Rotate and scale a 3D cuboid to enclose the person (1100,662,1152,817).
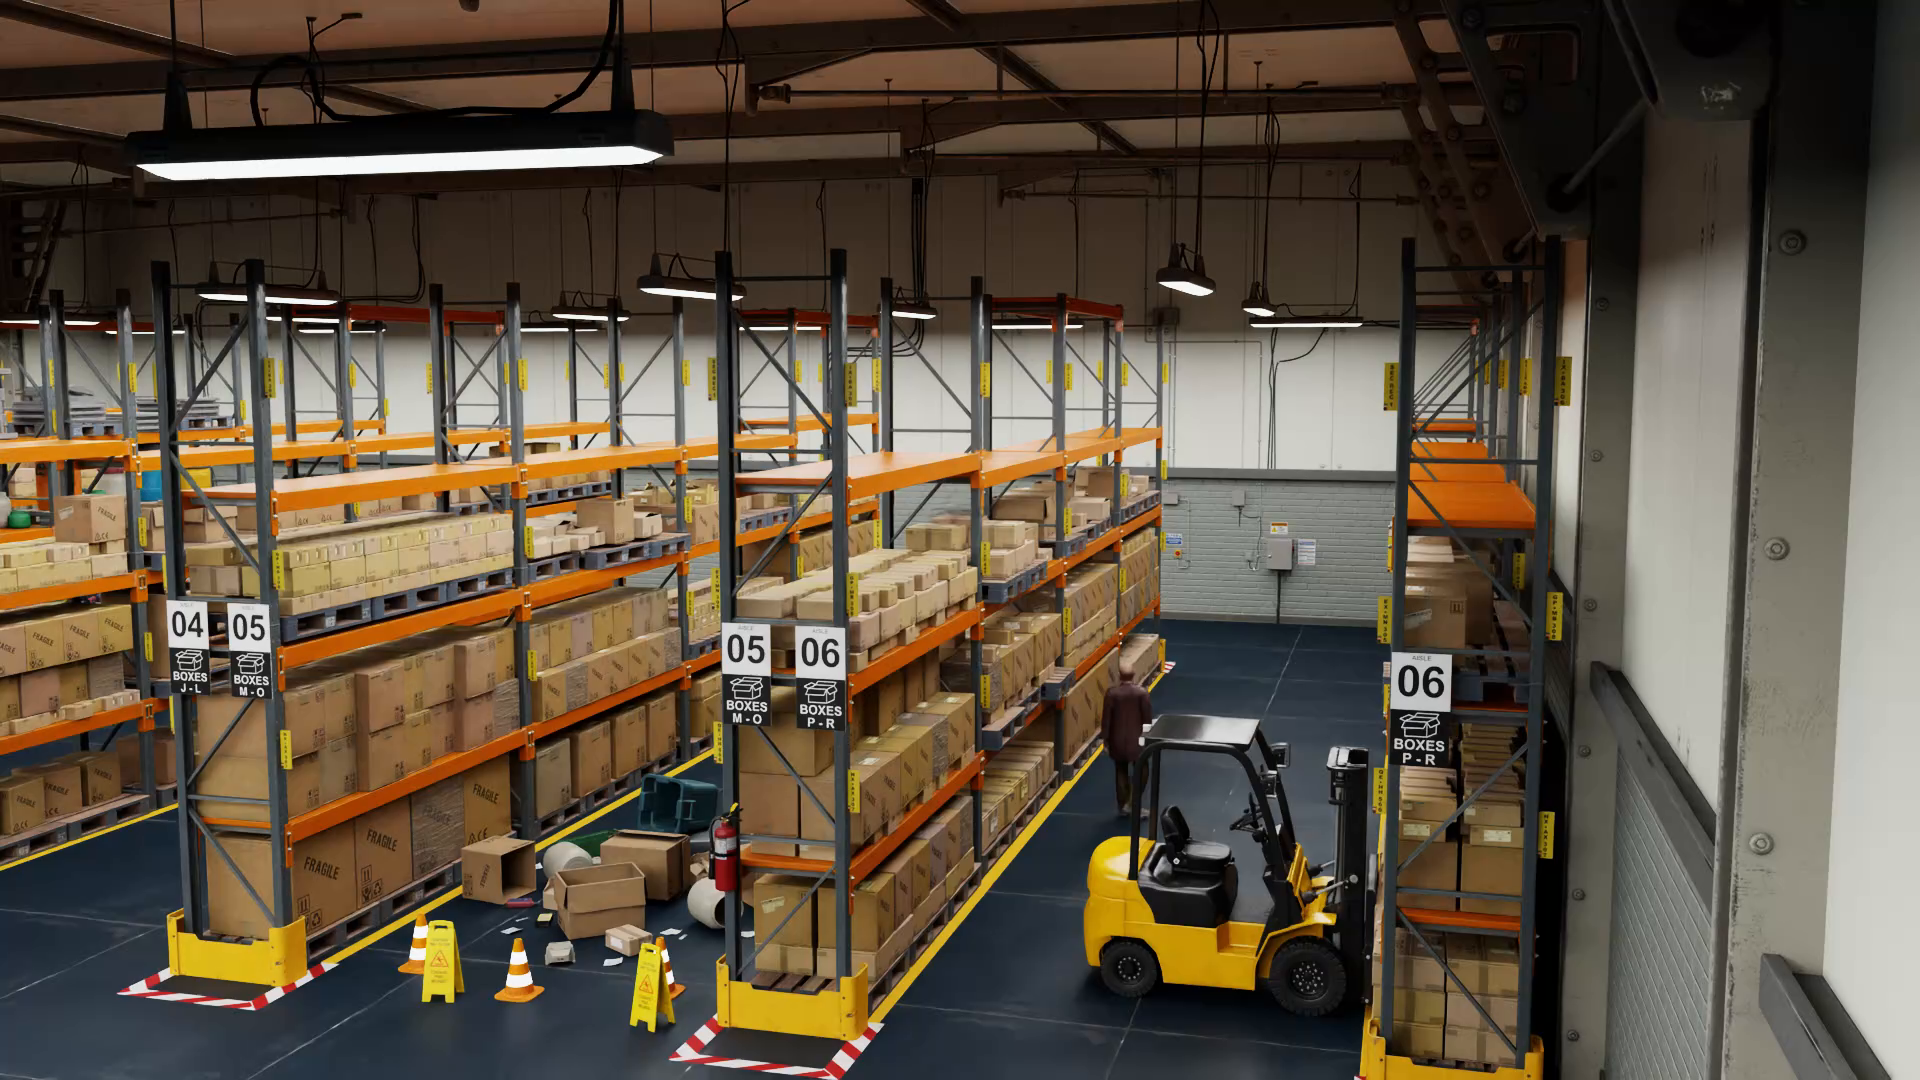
[{"bbox_3d":[1.908,2.289,19.005,0.617,1.760,0.593,2,6,14],"label":"person"}]
